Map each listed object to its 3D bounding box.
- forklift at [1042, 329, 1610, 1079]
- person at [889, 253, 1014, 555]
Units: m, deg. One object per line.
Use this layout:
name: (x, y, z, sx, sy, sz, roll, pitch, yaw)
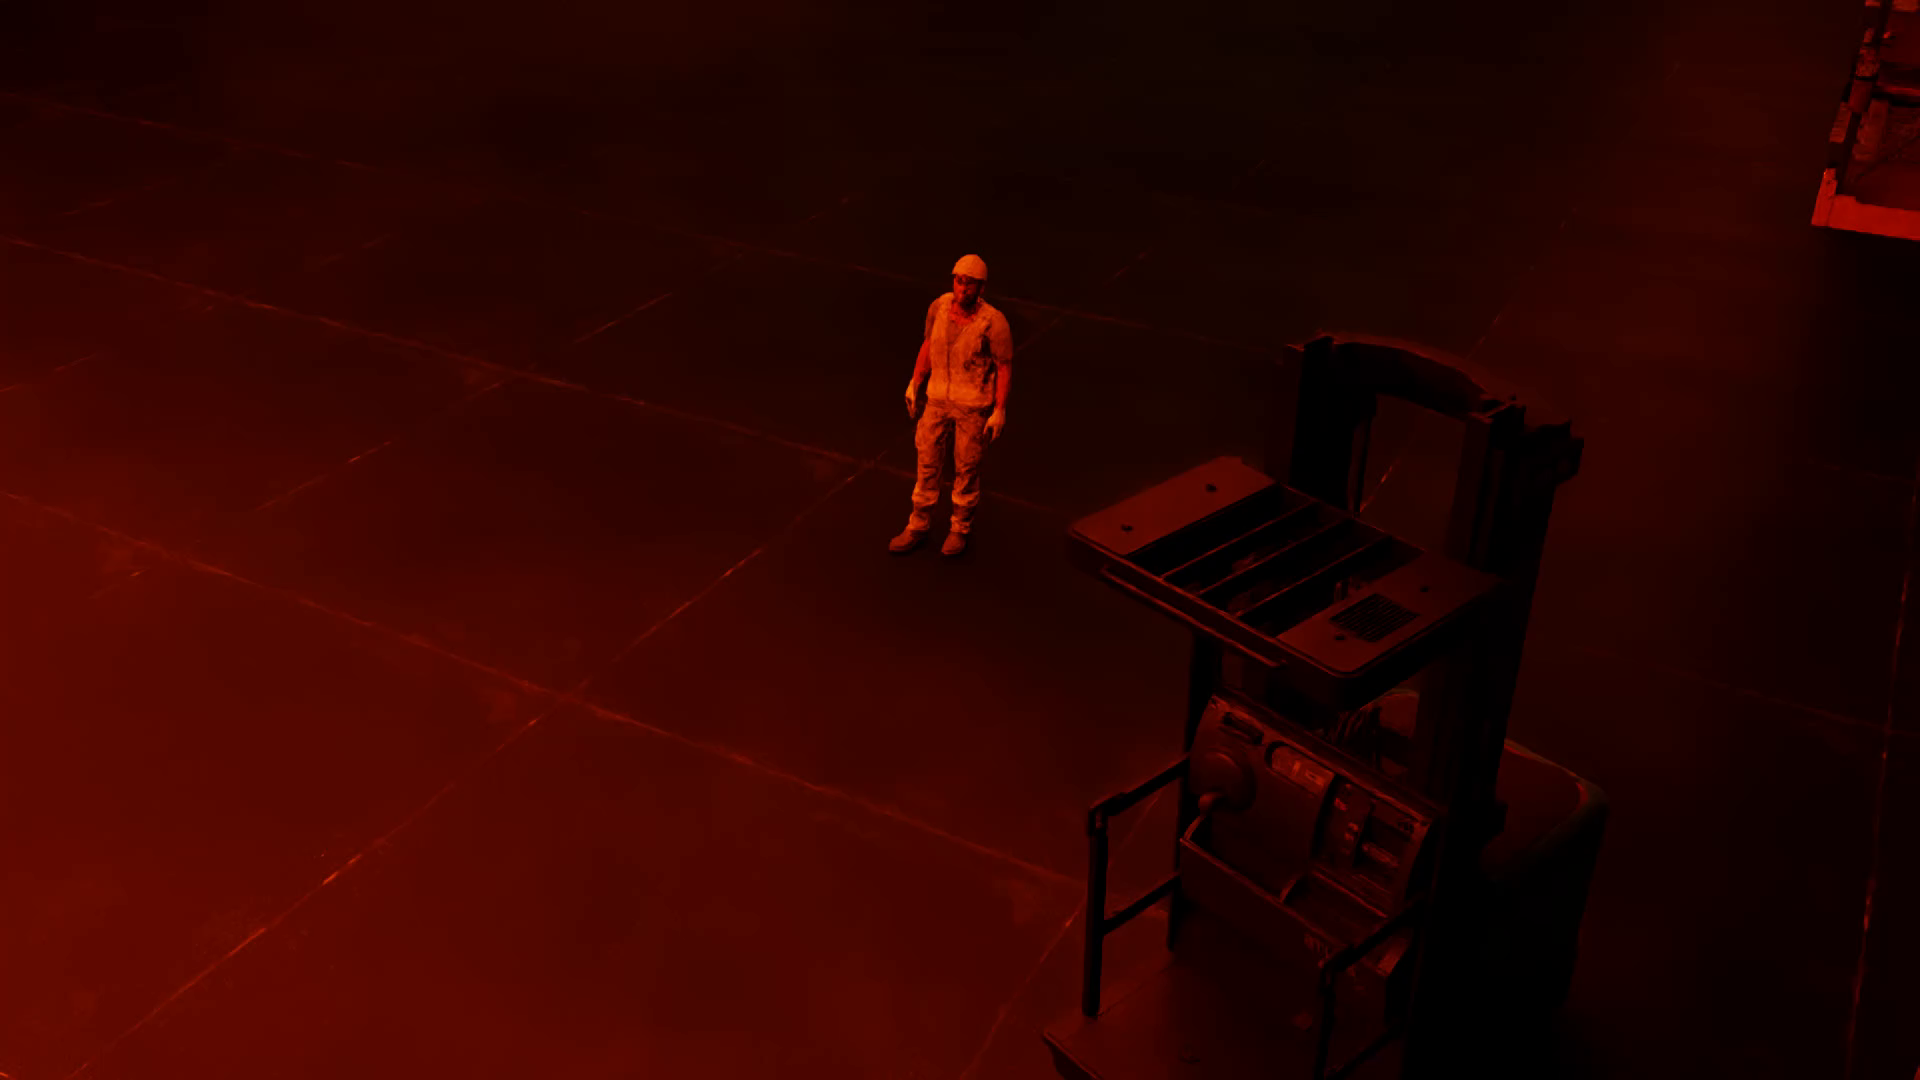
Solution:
forklift: (1.010, 0.905, 5.502, 3.031, 2.935, 1.130, -24, 37, -35)
person: (-0.048, -0.748, 9.496, 0.637, 1.787, 0.563, 15, 33, 25)
